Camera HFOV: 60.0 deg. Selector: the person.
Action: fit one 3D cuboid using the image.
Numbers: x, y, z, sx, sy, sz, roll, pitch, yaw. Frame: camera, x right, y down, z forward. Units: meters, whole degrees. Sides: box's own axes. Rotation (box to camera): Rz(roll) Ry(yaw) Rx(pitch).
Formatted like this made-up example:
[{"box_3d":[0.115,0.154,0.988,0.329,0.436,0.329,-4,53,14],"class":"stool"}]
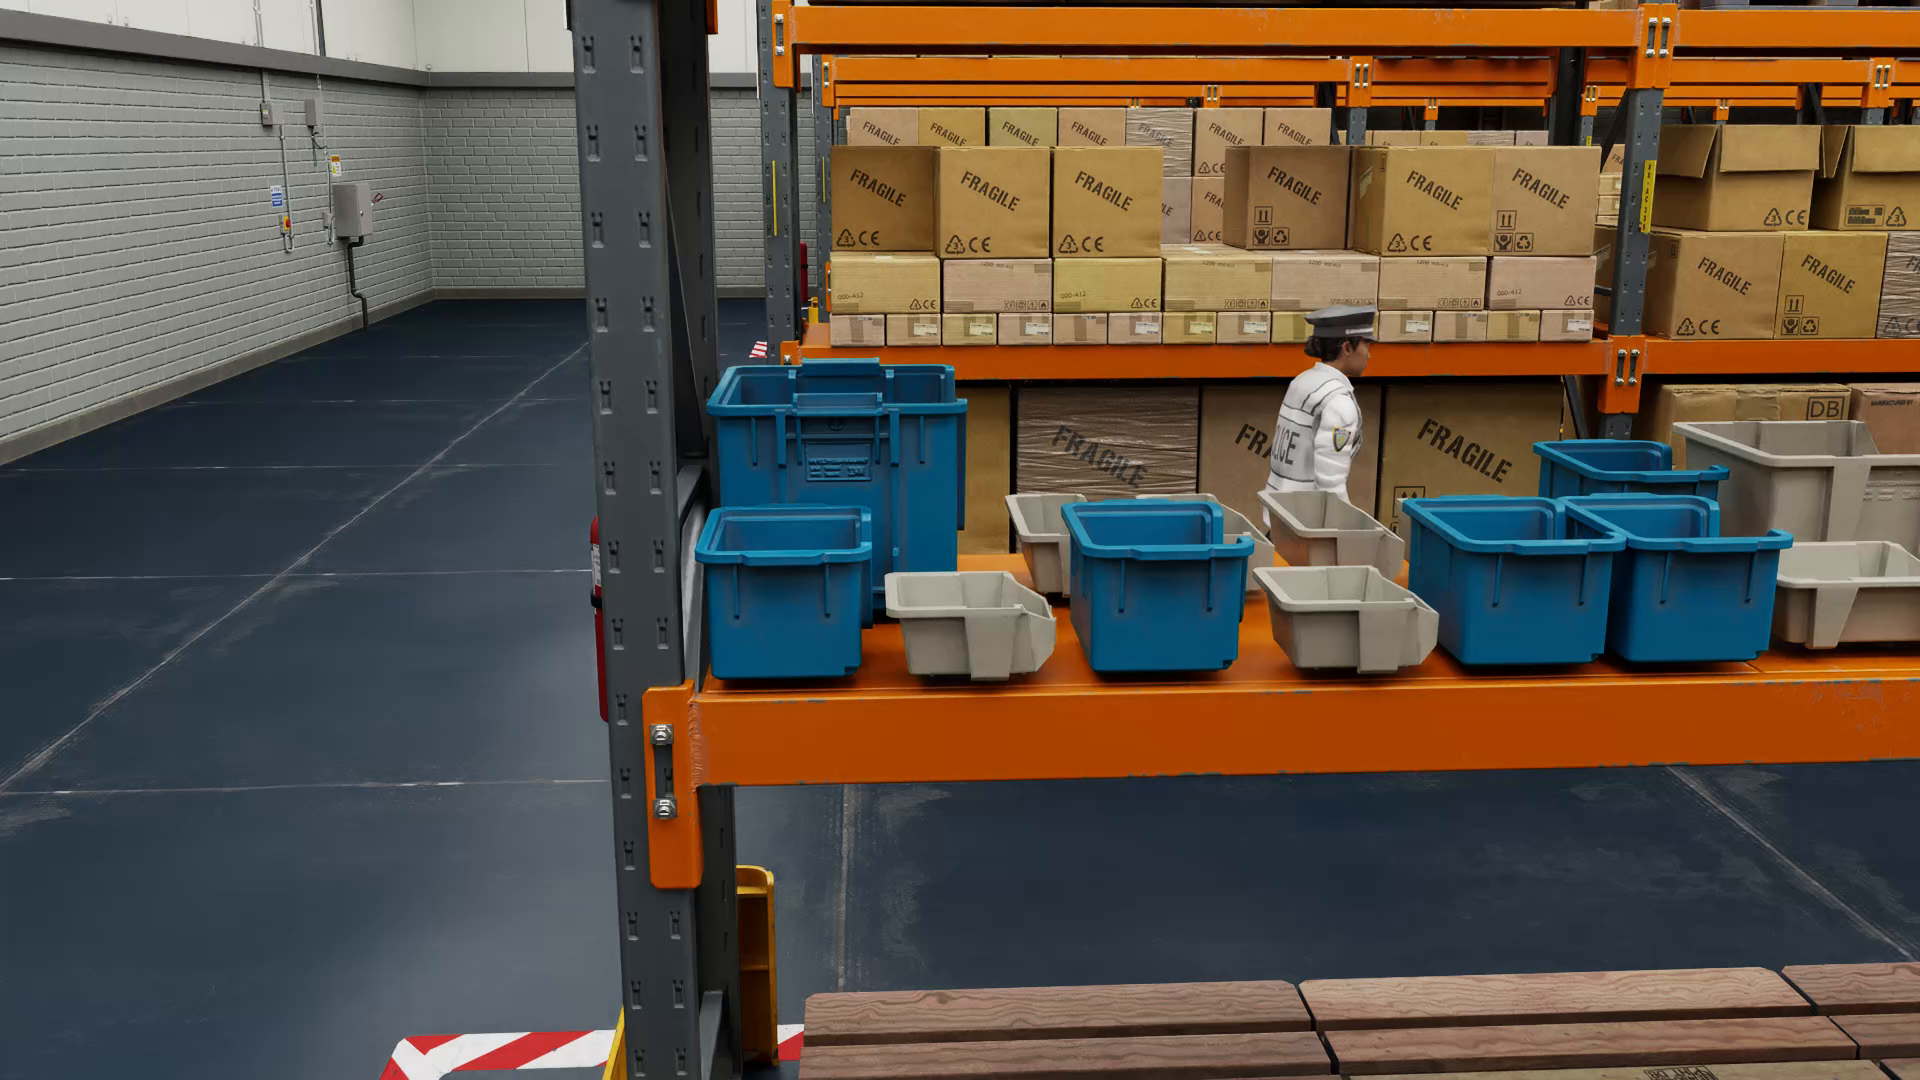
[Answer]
[{"box_3d":[1.308,-0.022,6.077,0.376,1.663,0.539,-1,14,-5],"class":"person"}]
